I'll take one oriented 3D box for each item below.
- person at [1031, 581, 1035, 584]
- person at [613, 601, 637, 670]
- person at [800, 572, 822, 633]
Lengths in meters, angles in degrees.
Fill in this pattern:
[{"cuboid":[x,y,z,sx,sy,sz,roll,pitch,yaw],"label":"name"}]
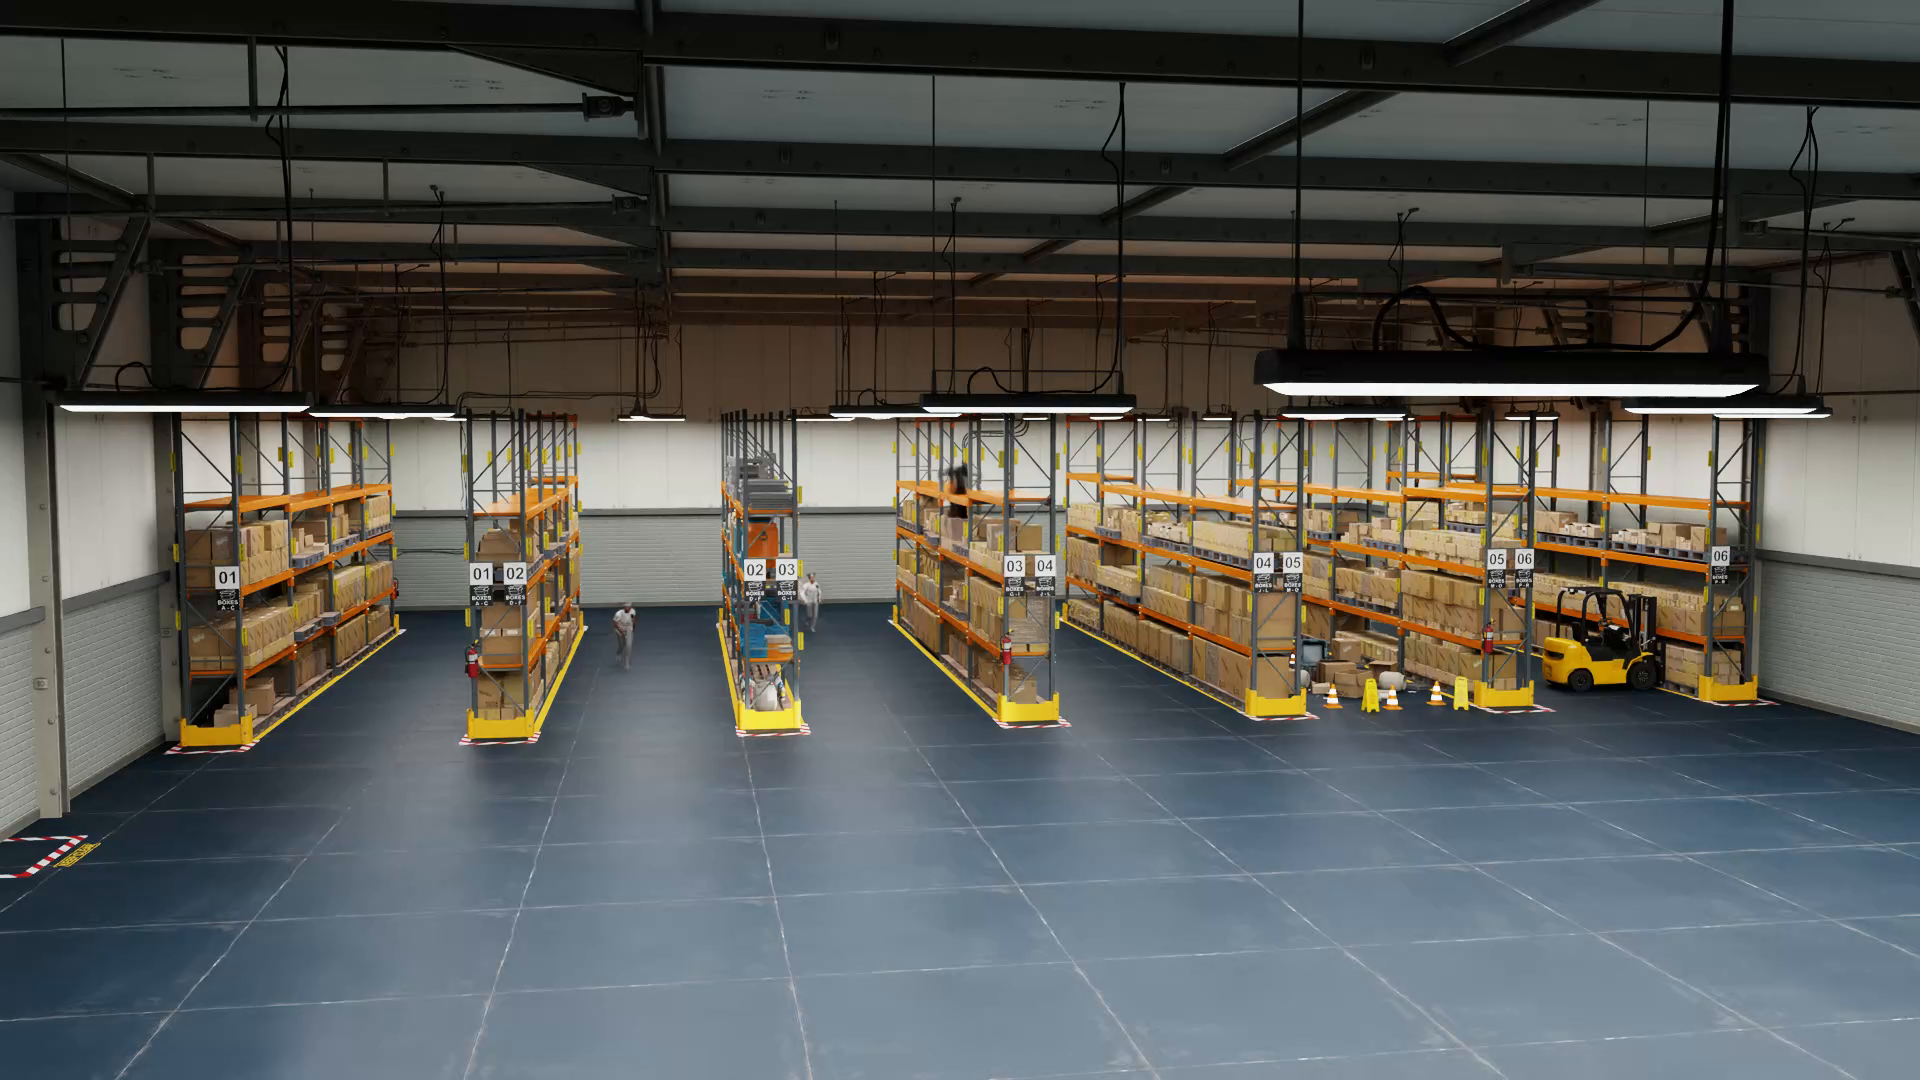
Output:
[{"cuboid":[1.983,1.571,46.978,0.678,1.792,0.714,0,4,-1],"label":"person"},{"cuboid":[-7.935,2.212,39.230,0.599,1.631,0.960,-2,5,-31],"label":"person"},{"cuboid":[-4.096,1.707,45.784,0.590,1.654,0.639,-2,4,-24],"label":"person"}]
